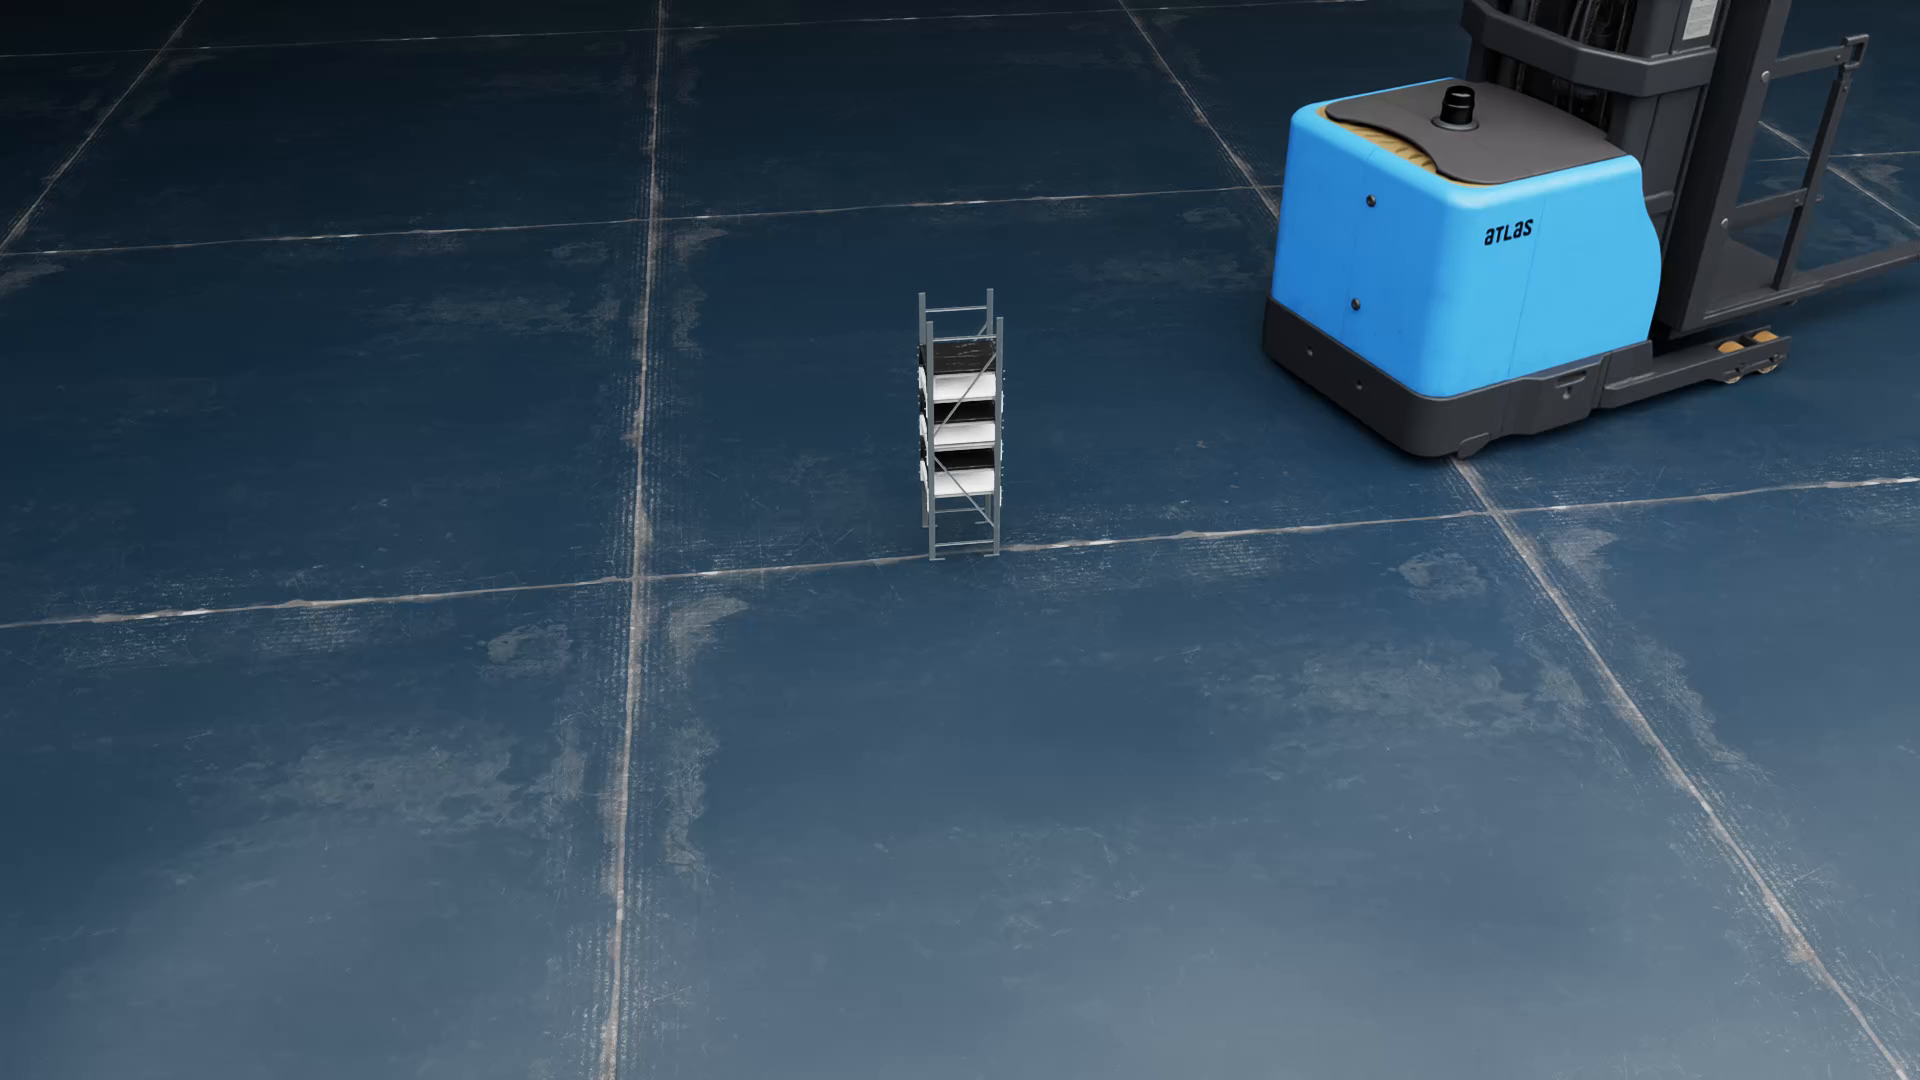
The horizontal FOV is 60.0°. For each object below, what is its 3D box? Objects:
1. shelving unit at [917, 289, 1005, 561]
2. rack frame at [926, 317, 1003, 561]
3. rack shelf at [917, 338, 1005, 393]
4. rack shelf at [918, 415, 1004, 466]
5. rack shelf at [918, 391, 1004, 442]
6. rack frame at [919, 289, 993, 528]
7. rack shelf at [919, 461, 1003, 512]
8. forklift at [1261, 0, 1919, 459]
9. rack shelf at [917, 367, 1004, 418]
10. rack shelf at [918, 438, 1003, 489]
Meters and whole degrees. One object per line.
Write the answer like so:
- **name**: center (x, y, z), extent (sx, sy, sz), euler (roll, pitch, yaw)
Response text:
- **shelving unit**: center (0.001, -0.367, 5.490), extent (0.258, 0.900, 0.210), euler (-4, 35, -6)
- **rack frame**: center (0.015, -0.311, 5.407), extent (0.240, 0.900, 0.006), euler (-4, 35, -6)
- **rack shelf**: center (0.001, -0.563, 5.357), extent (0.258, 0.077, 0.200), euler (-4, 35, -6)
- **rack shelf**: center (0.001, -0.340, 5.509), extent (0.258, 0.077, 0.200), euler (-4, 35, -6)
- **rack shelf**: center (0.001, -0.414, 5.458), extent (0.258, 0.077, 0.200), euler (-4, 35, -6)
- **rack frame**: center (-0.013, -0.424, 5.573), extent (0.240, 0.900, 0.006), euler (-4, 35, -6)
- **rack shelf**: center (0.001, -0.191, 5.610), extent (0.258, 0.077, 0.200), euler (-4, 35, -6)
- **forklift**: center (2.776, -2.085, 6.207), extent (3.031, 2.935, 1.130), euler (-16, 37, -22)
- **rack shelf**: center (0.001, -0.489, 5.407), extent (0.258, 0.077, 0.200), euler (-4, 35, -6)
- **rack shelf**: center (0.001, -0.265, 5.559), extent (0.258, 0.077, 0.200), euler (-4, 35, -6)
